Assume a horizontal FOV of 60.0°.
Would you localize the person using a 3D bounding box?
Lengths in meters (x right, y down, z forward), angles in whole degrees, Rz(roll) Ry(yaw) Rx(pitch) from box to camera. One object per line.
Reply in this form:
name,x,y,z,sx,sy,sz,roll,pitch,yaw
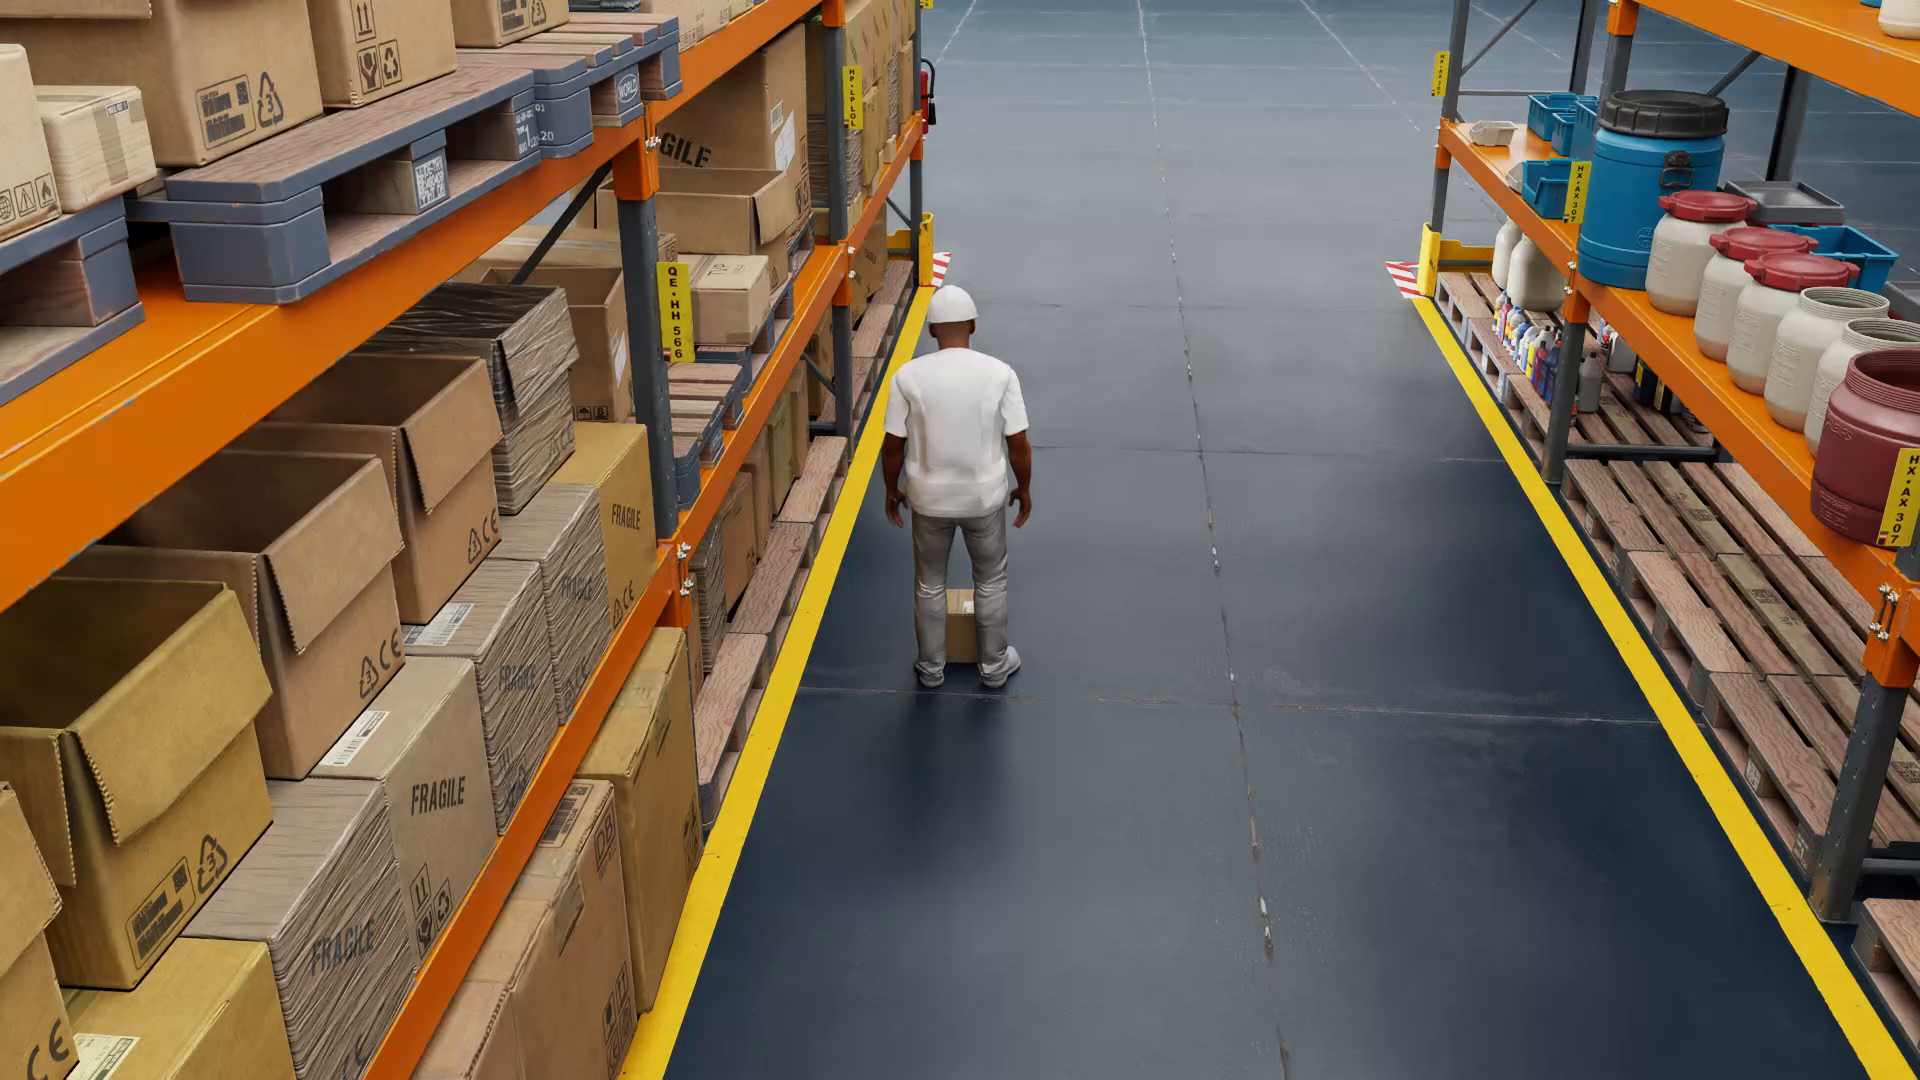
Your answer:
person,-0.011,-0.200,7.028,0.629,1.757,0.458,1,24,2
